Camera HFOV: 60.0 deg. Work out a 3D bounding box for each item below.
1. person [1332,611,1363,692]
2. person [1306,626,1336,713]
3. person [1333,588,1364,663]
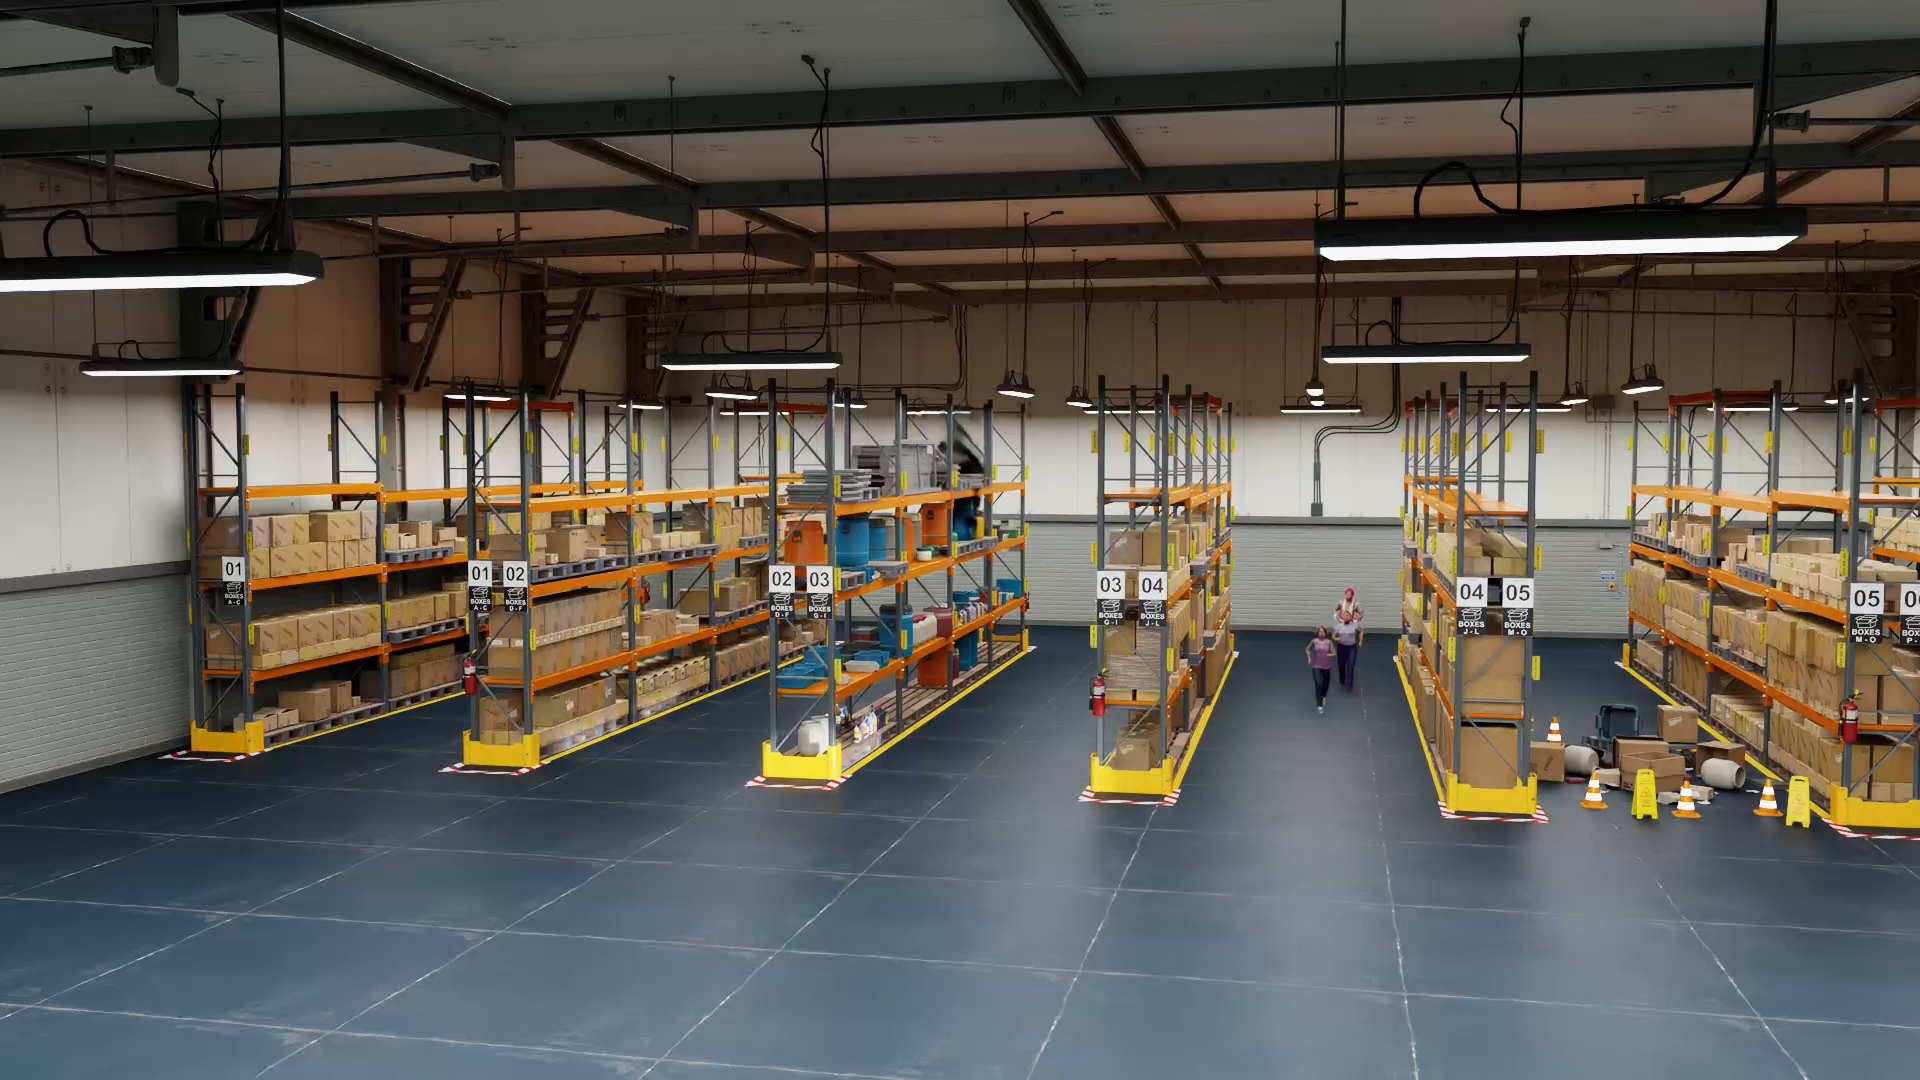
[{"bbox_3d":[7.842,2.234,33.685,0.619,1.589,1.044,1,3,15],"label":"person"},{"bbox_3d":[6.772,2.403,31.182,0.538,1.582,0.893,0,3,6],"label":"person"},{"bbox_3d":[8.882,1.964,38.150,0.684,1.727,0.643,2,4,29],"label":"person"}]
